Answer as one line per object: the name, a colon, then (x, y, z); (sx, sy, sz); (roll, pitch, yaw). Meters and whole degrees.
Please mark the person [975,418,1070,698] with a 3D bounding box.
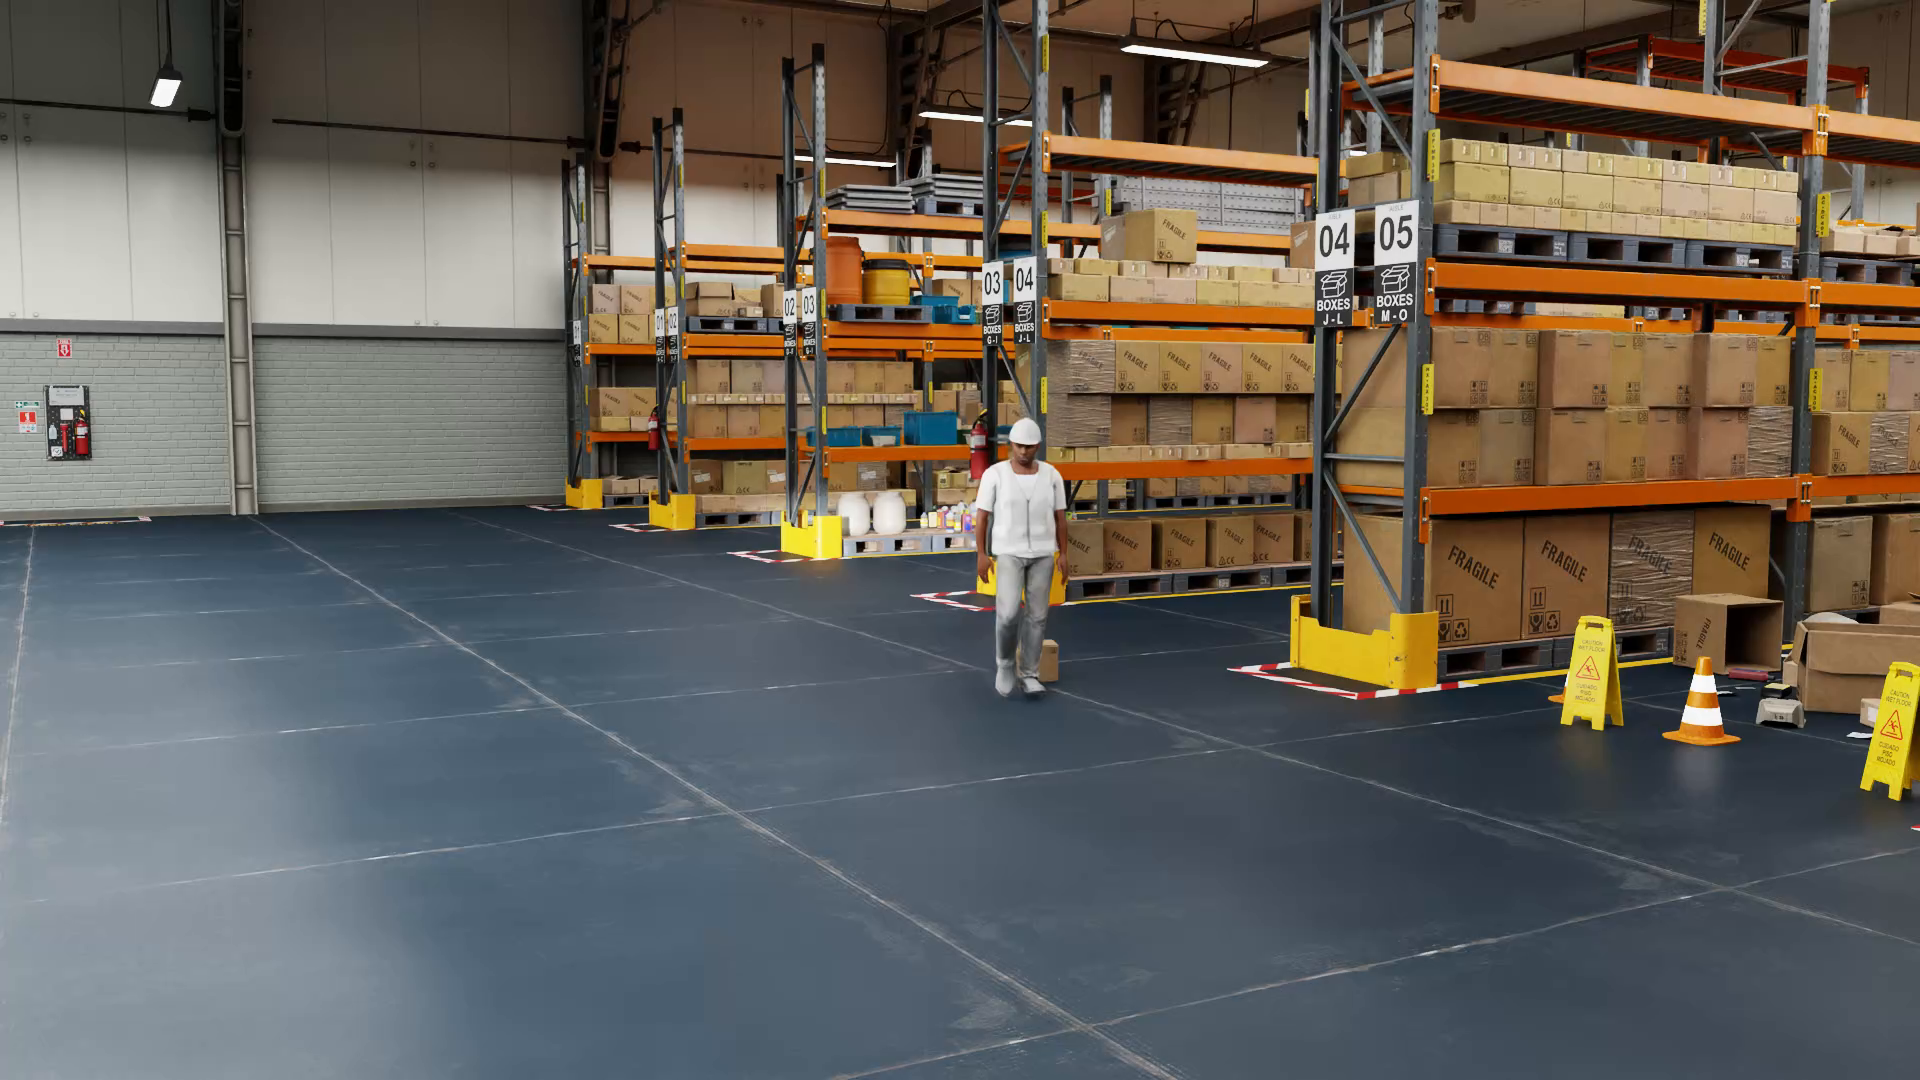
person: (0.401, 0.118, 10.563); (0.587, 1.787, 0.451); (-1, 5, -12)
